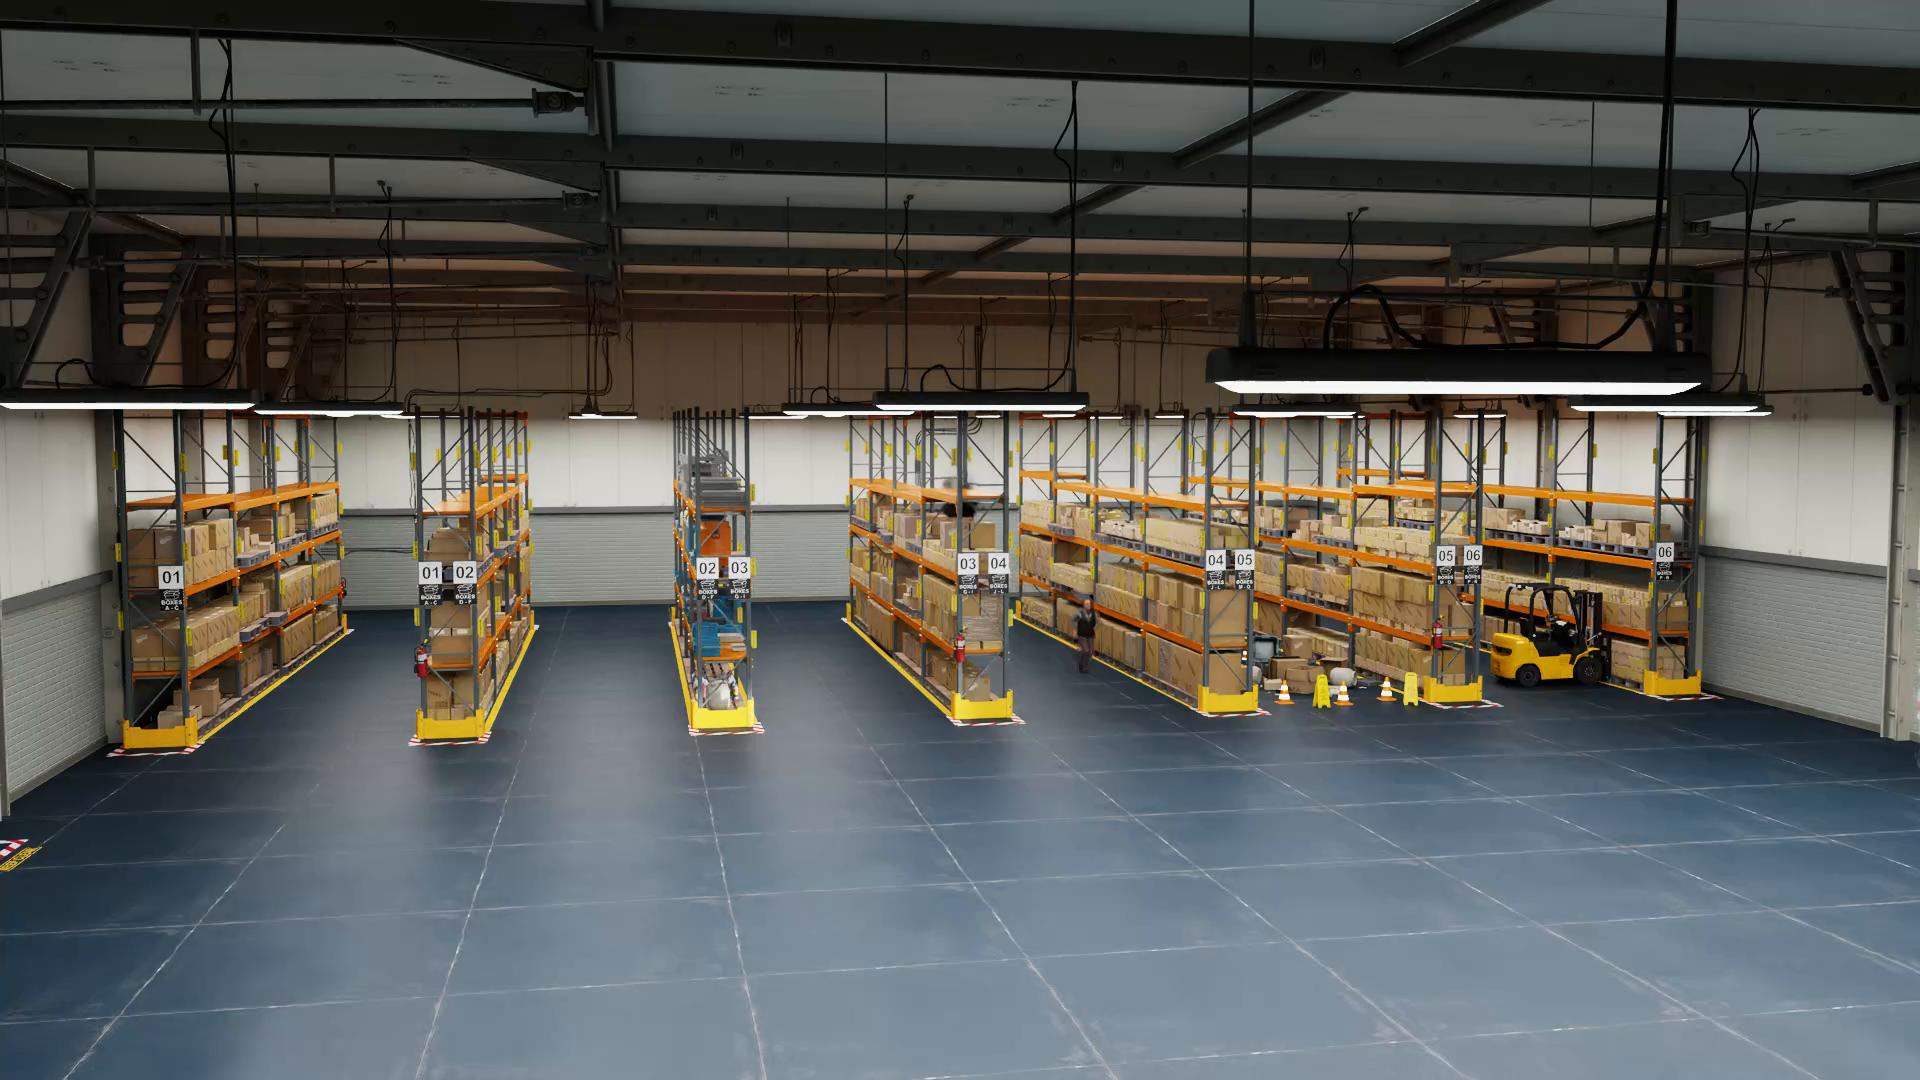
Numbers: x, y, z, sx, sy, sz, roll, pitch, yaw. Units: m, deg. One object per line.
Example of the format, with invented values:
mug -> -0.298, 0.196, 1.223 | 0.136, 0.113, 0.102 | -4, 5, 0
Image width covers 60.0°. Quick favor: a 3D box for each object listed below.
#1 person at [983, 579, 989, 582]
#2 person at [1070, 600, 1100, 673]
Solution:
person -> 0.644, 1.474, 47.238 | 0.688, 1.749, 0.694 | 0, 4, -2
person -> 2.867, 2.191, 37.636 | 0.630, 1.675, 0.733 | -1, 4, -17
